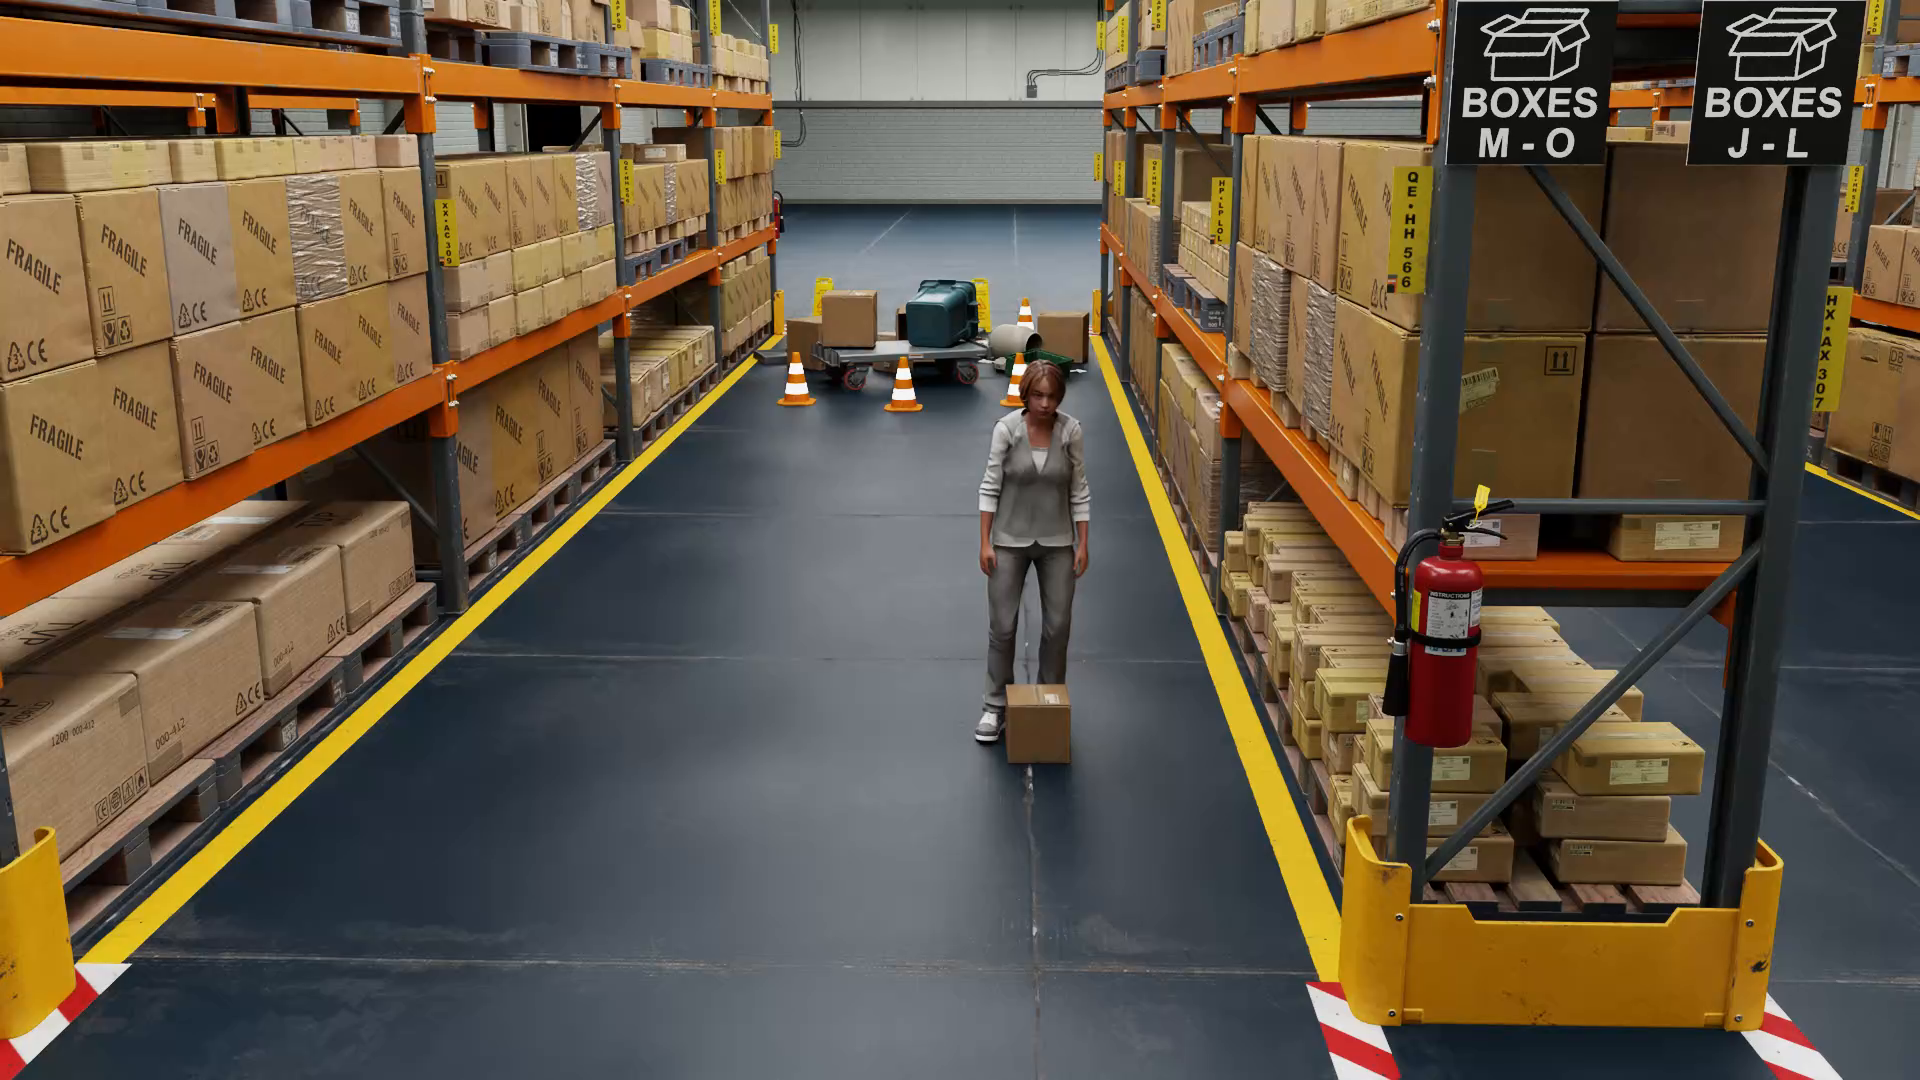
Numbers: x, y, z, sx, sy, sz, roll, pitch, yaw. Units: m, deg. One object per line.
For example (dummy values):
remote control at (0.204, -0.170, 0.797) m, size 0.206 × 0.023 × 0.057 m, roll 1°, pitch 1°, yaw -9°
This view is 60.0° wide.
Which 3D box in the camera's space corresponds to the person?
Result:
person at (0.300, 0.041, 6.865) m, size 0.481 × 1.591 × 0.346 m, roll -1°, pitch 14°, yaw -3°
